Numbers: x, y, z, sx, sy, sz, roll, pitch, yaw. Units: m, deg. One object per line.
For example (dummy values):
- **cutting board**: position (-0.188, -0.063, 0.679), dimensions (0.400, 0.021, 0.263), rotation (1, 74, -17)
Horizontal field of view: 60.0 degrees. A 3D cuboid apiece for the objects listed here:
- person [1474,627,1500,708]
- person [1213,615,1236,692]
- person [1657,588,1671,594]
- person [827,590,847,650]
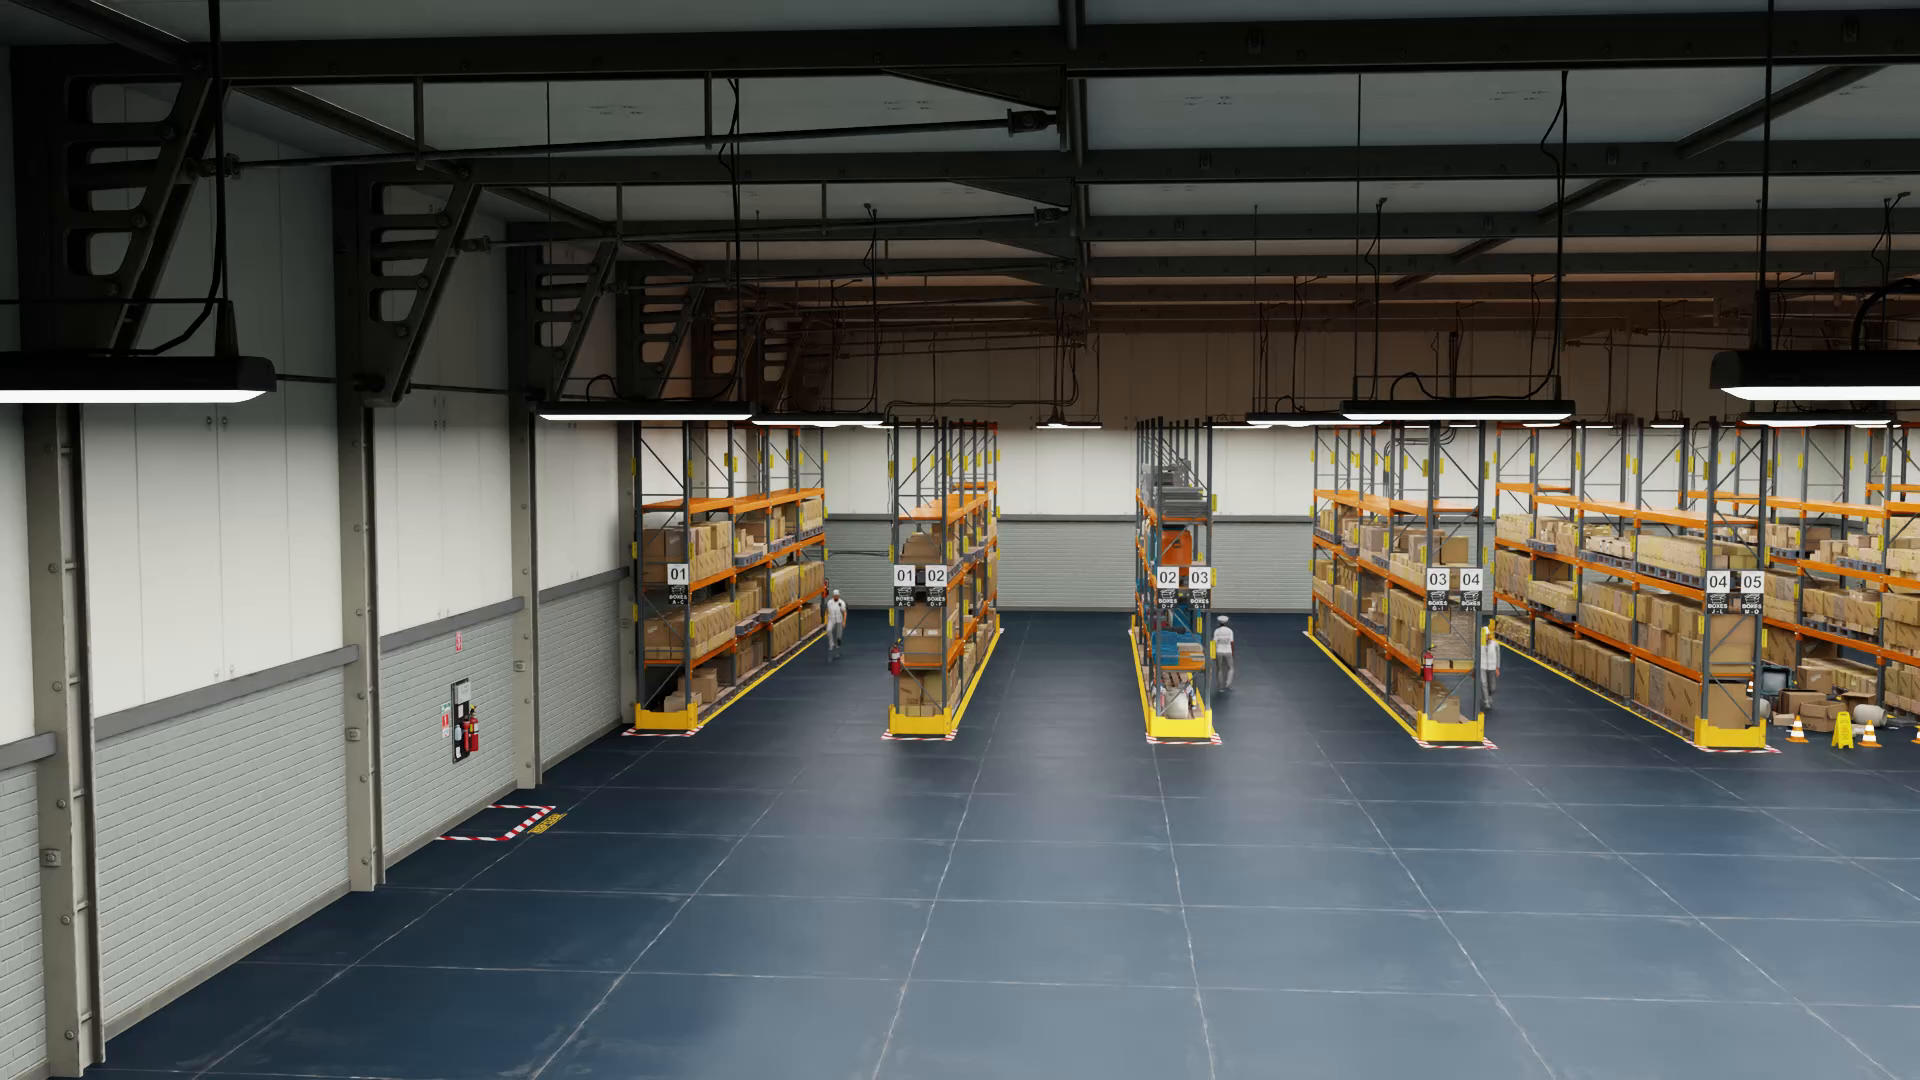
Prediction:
- **person**: position (10.951, 2.638, 34.571), dimensions (0.530, 1.661, 1.012), rotation (1, 4, 10)
- **person**: position (5.797, 2.506, 36.469), dimensions (0.512, 1.683, 0.473), rotation (1, 4, 13)
- **person**: position (20.185, 1.735, 47.552), dimensions (0.788, 1.749, 0.573), rotation (0, 4, 1)
- **person**: position (-3.084, 1.993, 41.533), dimensions (0.508, 1.500, 1.054), rotation (0, 4, -5)
